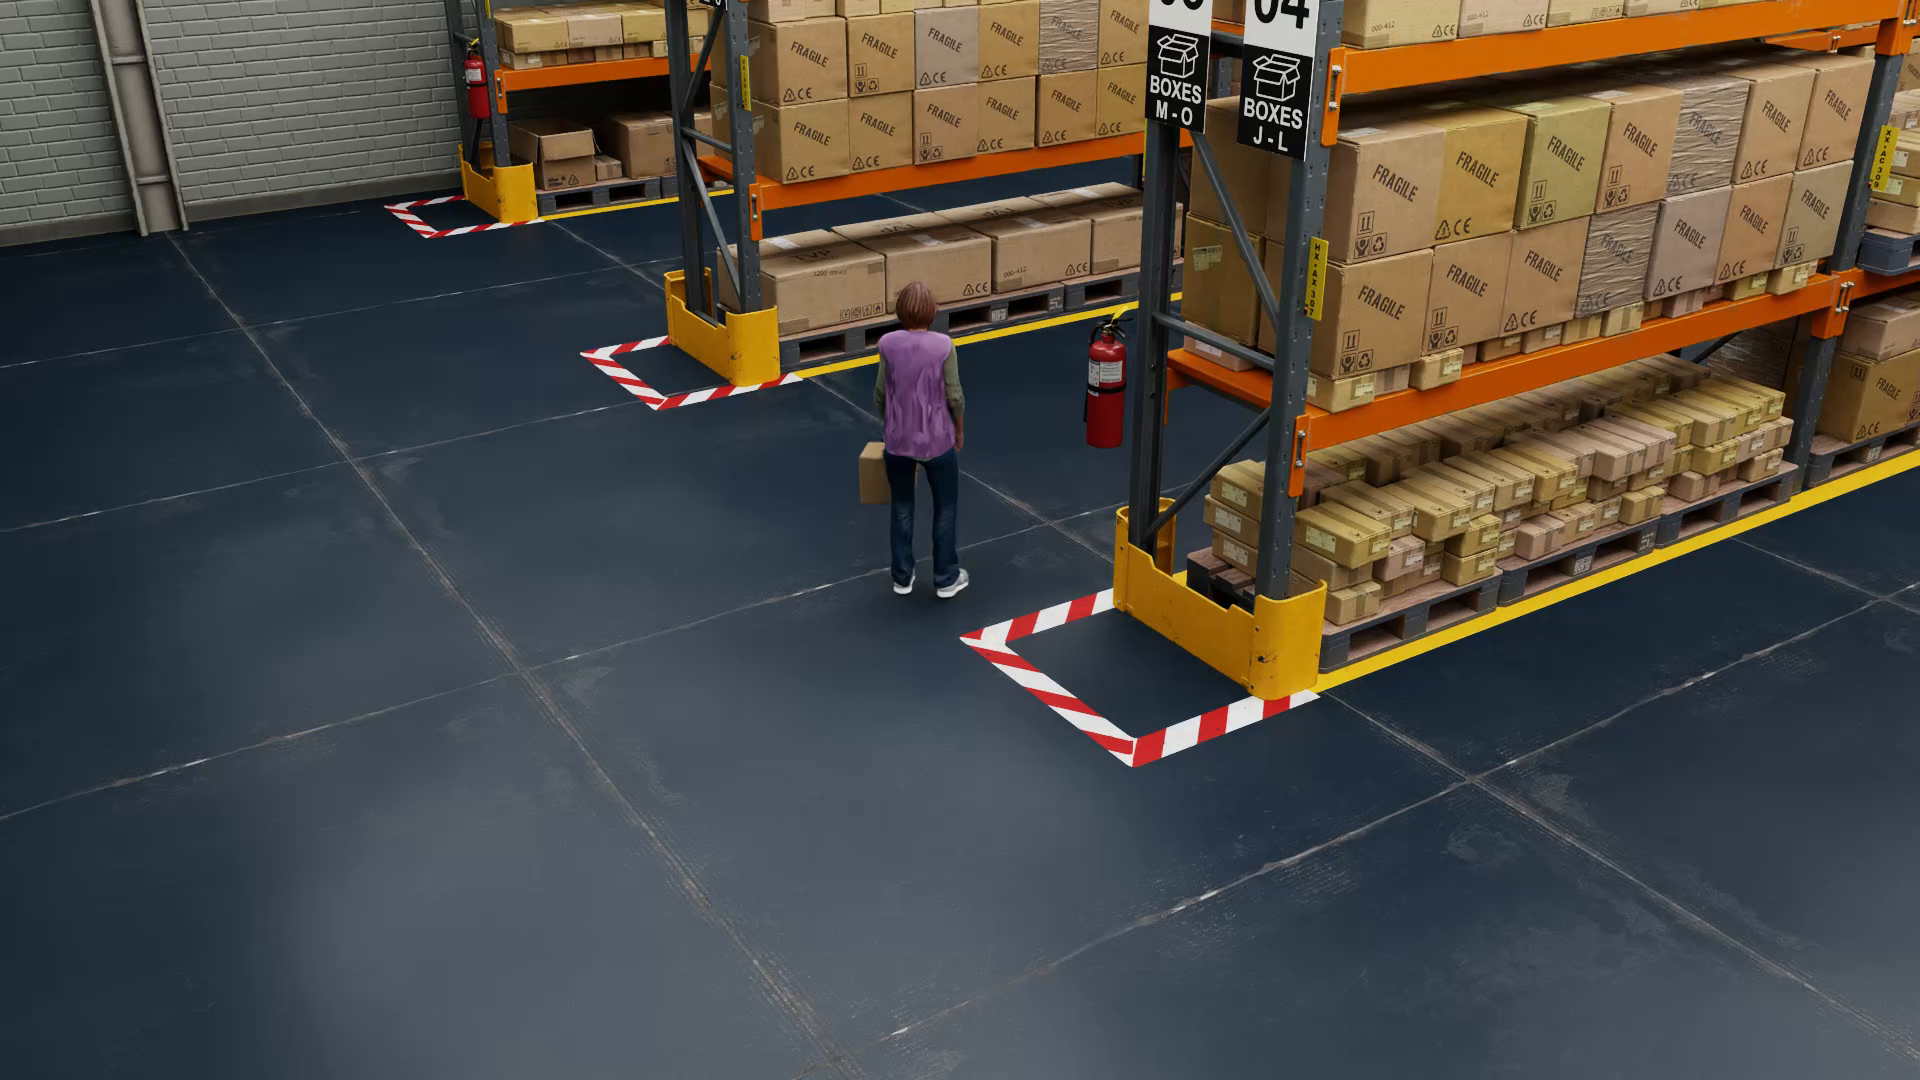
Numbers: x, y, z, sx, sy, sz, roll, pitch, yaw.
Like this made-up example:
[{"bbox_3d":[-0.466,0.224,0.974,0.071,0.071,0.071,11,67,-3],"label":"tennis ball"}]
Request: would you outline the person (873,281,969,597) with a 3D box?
[{"bbox_3d":[-0.195,-0.472,8.104,0.450,1.599,0.336,5,26,11],"label":"person"}]
